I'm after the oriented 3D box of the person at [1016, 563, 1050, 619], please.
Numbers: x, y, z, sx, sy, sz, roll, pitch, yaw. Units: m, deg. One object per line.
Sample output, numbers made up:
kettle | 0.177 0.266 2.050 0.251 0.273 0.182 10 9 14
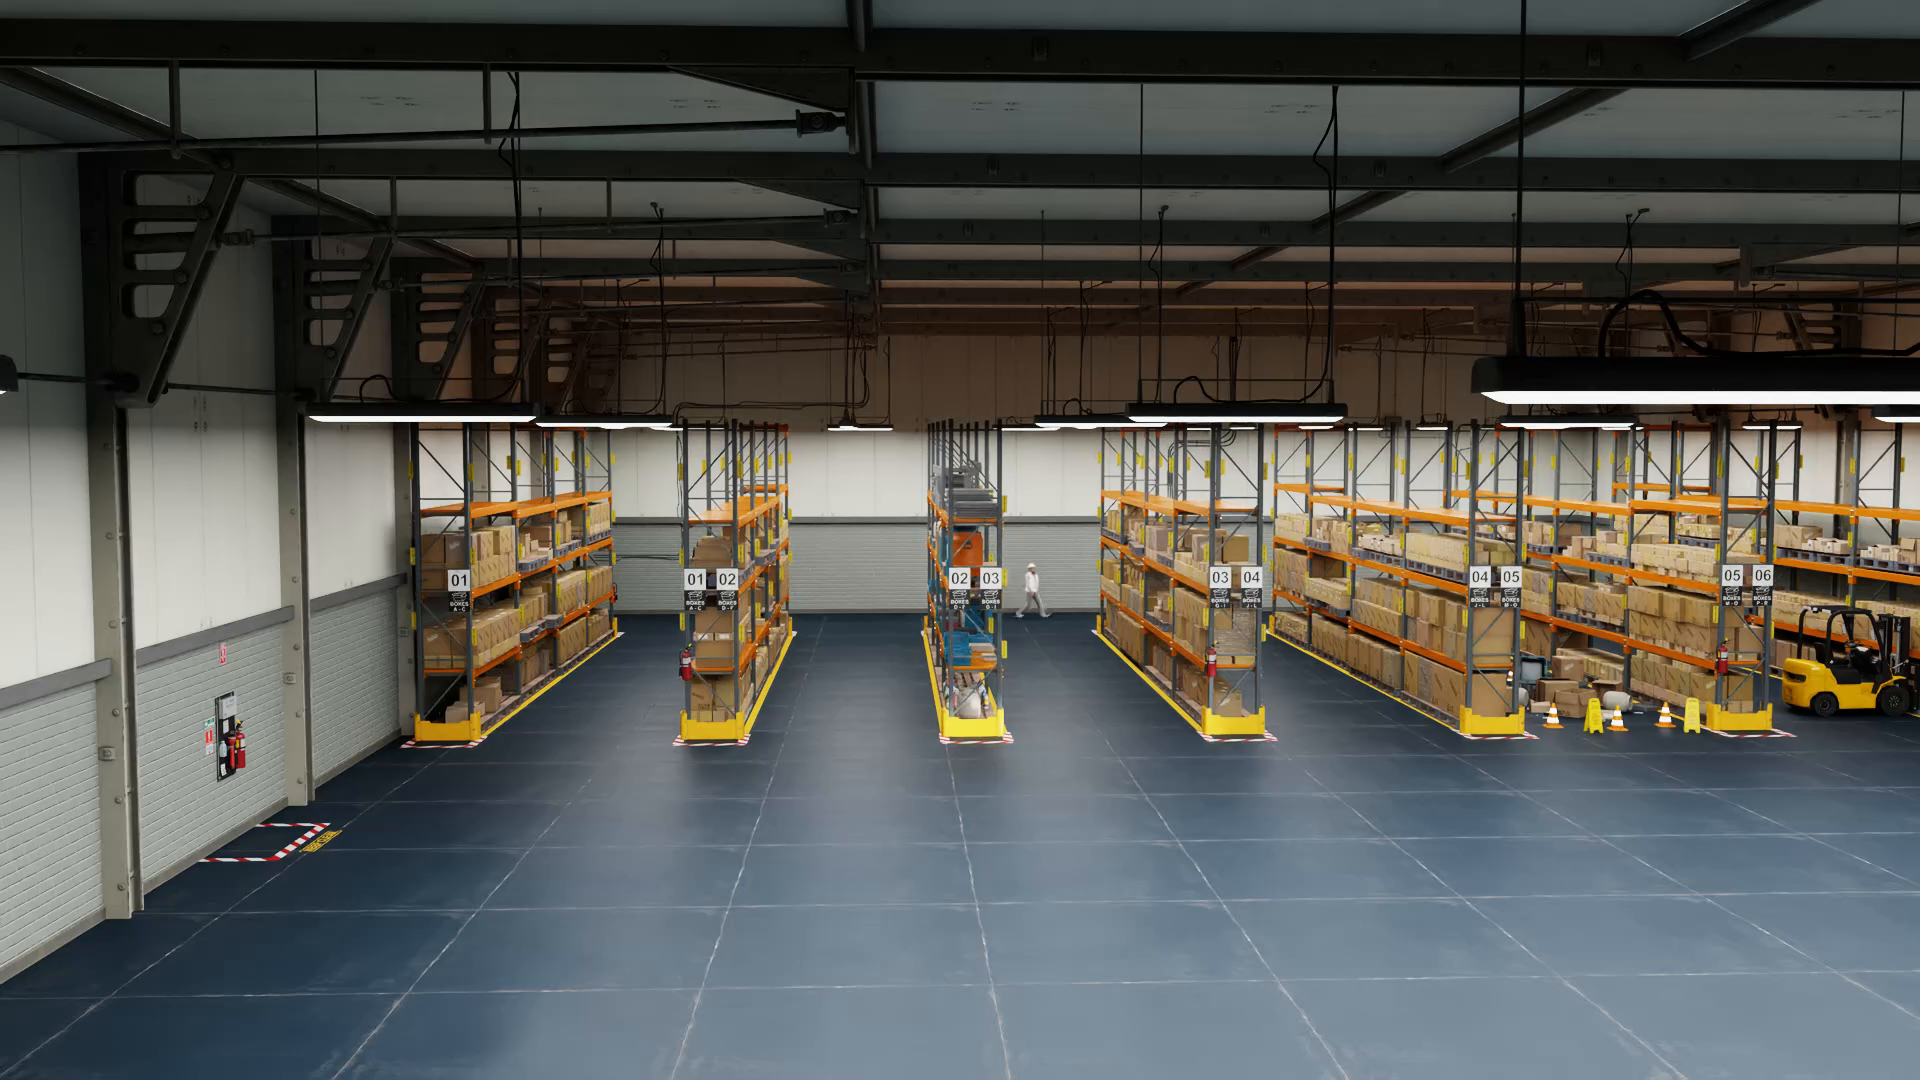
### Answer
person | 2.259 1.590 51.412 0.995 1.729 0.599 2 4 27
